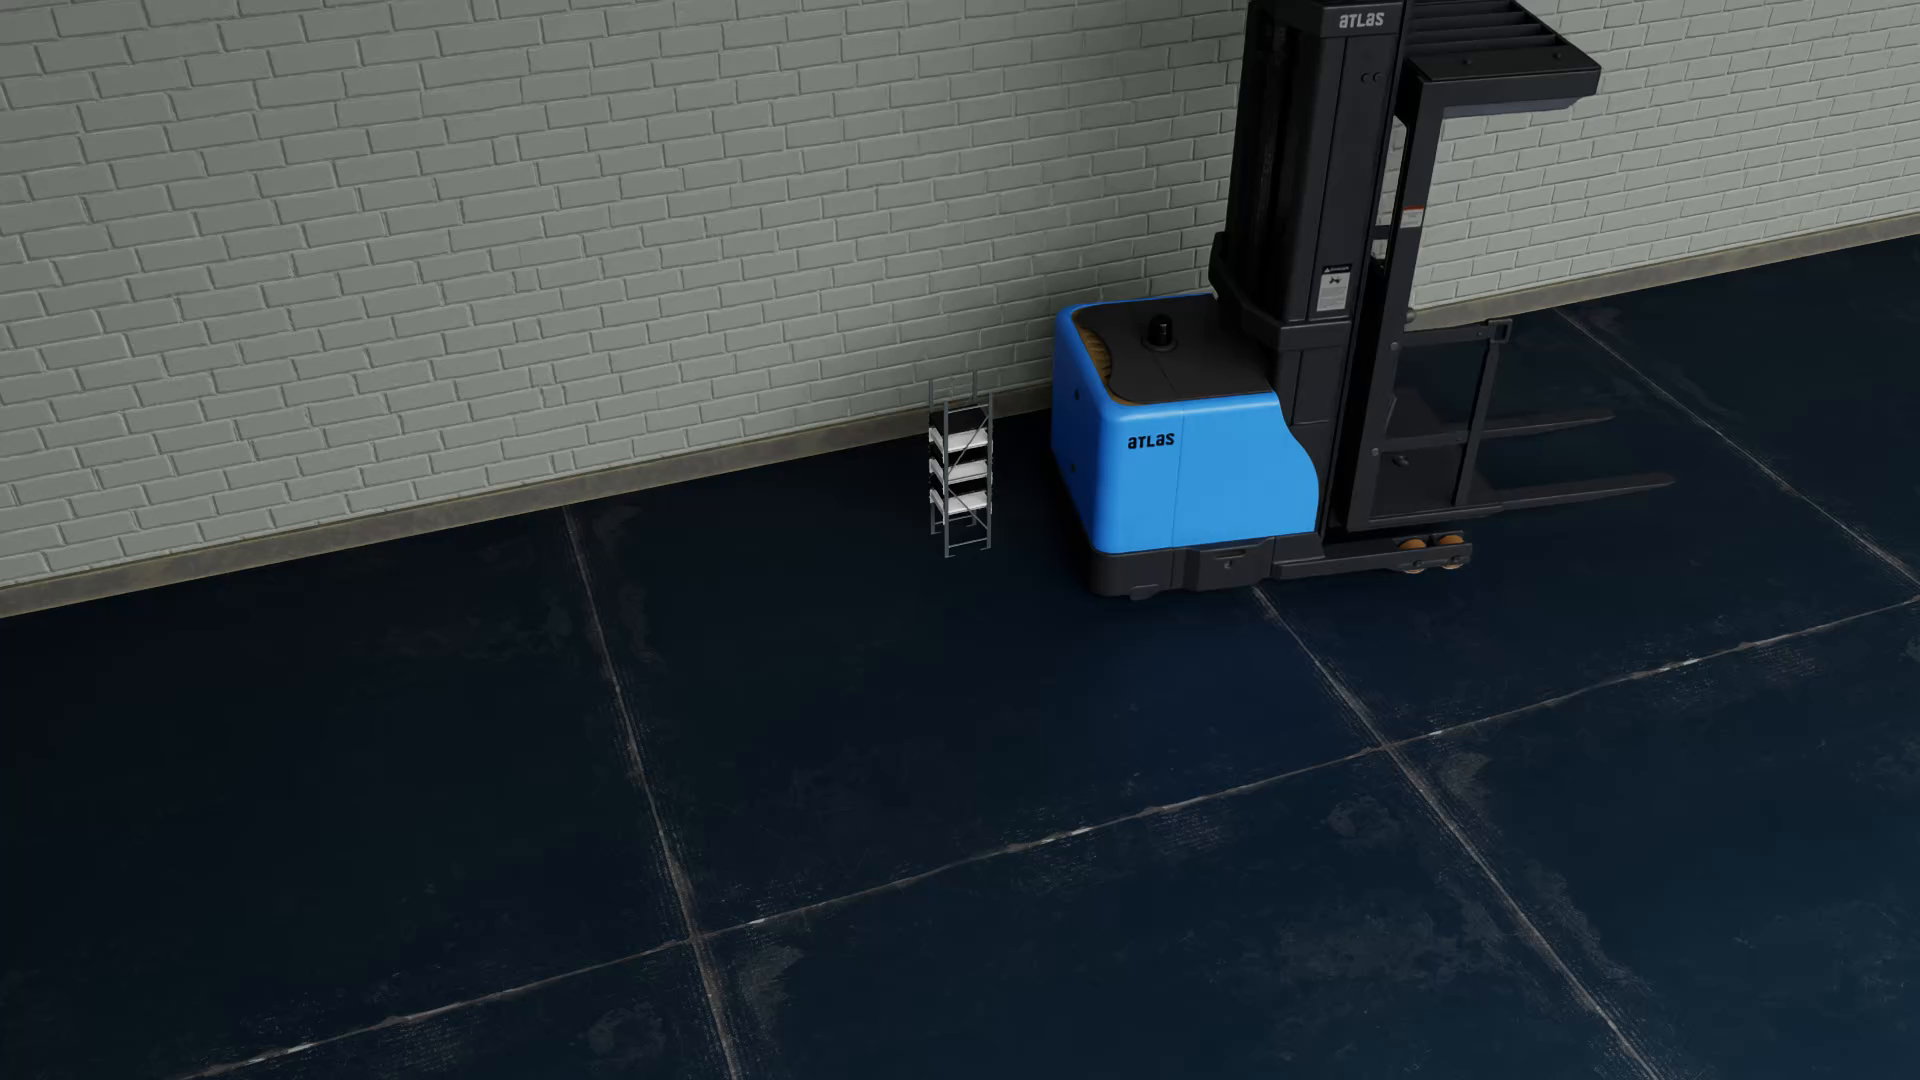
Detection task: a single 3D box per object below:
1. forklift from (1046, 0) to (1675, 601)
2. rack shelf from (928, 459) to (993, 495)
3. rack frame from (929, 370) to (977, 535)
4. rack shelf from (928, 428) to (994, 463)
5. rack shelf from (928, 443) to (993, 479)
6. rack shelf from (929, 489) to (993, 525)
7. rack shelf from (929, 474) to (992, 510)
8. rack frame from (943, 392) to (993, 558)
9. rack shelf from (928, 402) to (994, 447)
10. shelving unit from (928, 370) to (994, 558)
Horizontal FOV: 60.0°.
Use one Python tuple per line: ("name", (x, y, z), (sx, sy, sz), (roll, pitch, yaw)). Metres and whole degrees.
("forklift", (2.009, -1.315, 7.559), (3.031, 2.935, 1.130), (-6, 37, -8))
("rack shelf", (0.003, -0.328, 7.993), (0.258, 0.077, 0.200), (-12, 39, -16))
("rack frame", (-0.032, -0.412, 8.049), (0.240, 0.900, 0.006), (-12, 39, -16))
("rack shelf", (0.003, -0.472, 7.885), (0.258, 0.077, 0.200), (-12, 39, -16))
("rack shelf", (0.003, -0.400, 7.939), (0.258, 0.077, 0.200), (-12, 39, -16))
("rack shelf", (0.003, -0.184, 8.102), (0.258, 0.077, 0.200), (-12, 39, -16))
("rack shelf", (0.003, -0.256, 8.047), (0.258, 0.077, 0.200), (-12, 39, -16))
("rack frame", (0.038, -0.297, 7.897), (0.240, 0.900, 0.006), (-12, 39, -16))
("rack shelf", (0.003, -0.544, 7.831), (0.258, 0.077, 0.200), (-12, 39, -16))
("shelving unit", (0.003, -0.355, 7.973), (0.258, 0.900, 0.210), (-12, 39, -16))
